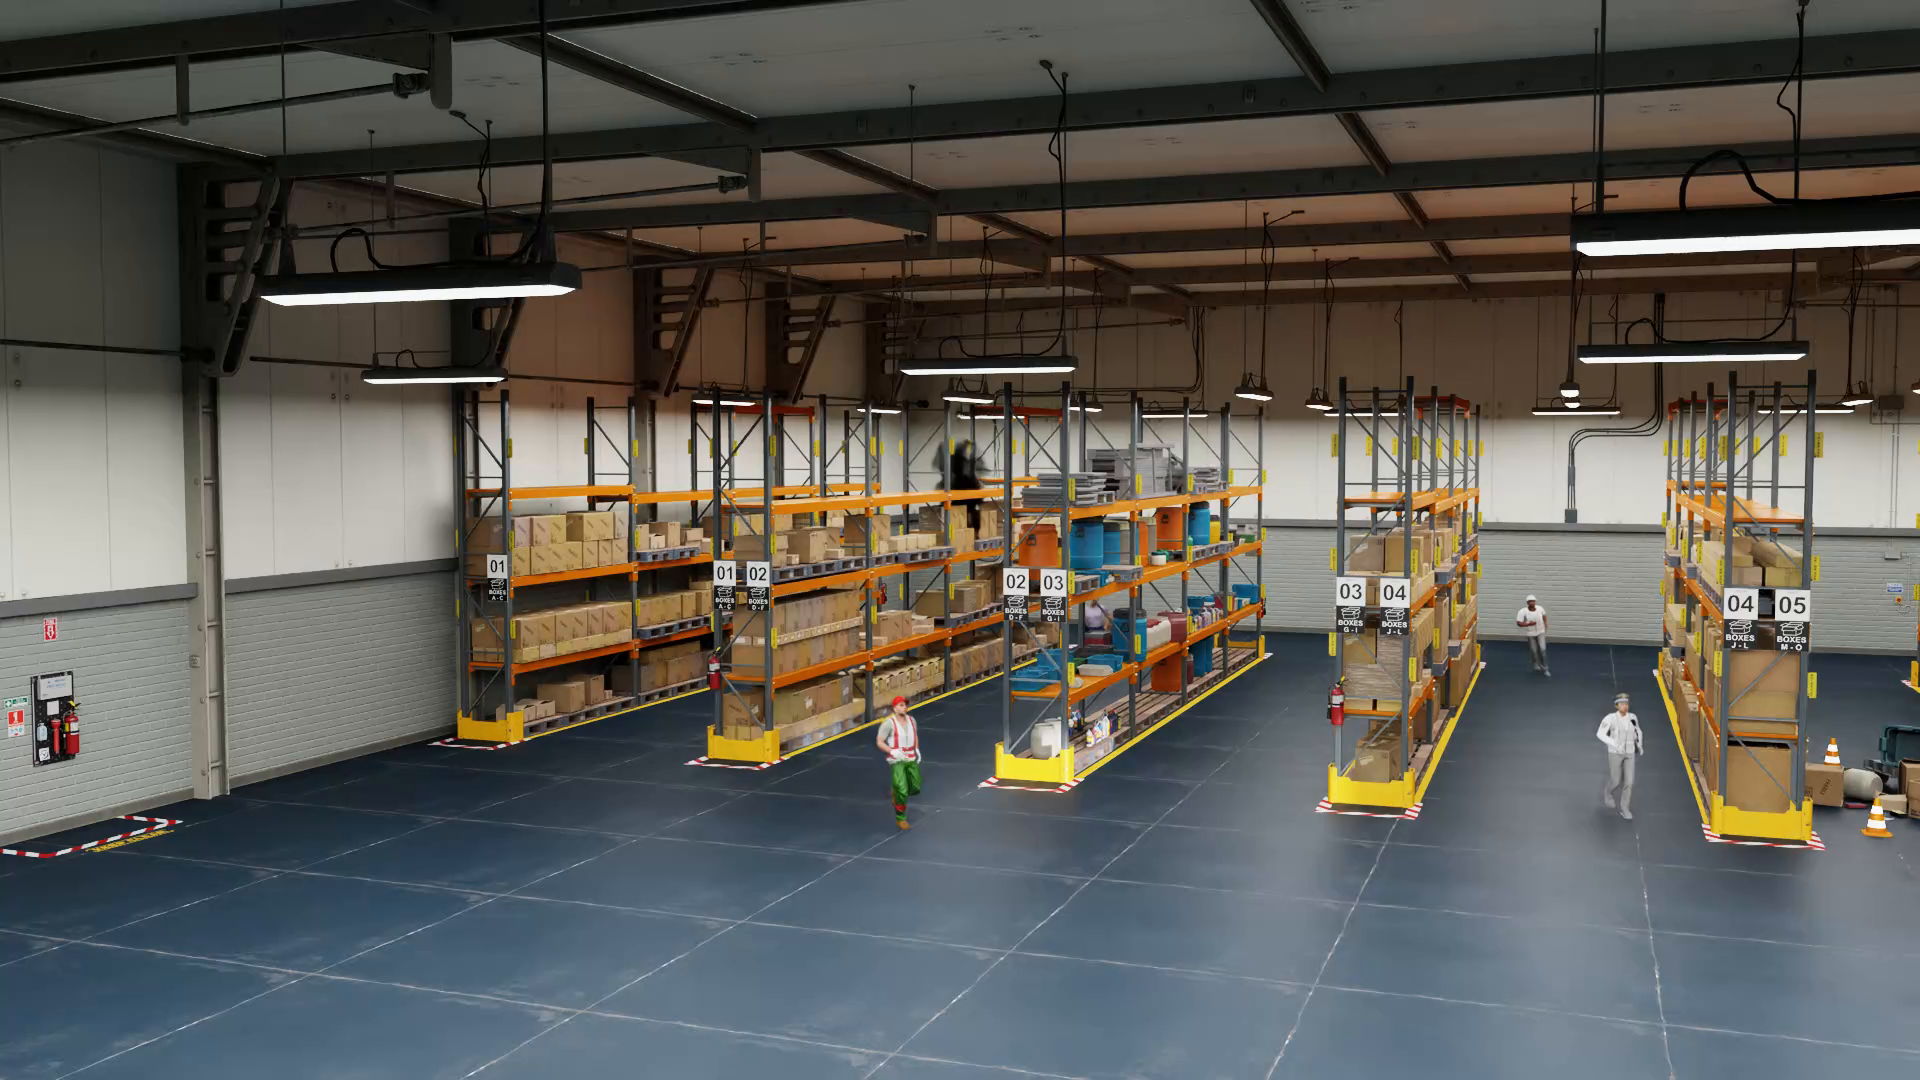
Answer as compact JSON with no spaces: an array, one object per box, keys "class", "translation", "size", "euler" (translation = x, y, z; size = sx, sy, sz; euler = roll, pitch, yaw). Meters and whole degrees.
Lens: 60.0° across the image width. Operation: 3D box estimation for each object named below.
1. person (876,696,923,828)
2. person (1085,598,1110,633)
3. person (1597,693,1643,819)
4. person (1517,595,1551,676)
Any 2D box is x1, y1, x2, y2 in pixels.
[{"class":"person","translation":[-0.794,2.924,22.032],"size":[0.691,1.740,0.629],"euler":[-2,4,-37]},{"class":"person","translation":[2.782,1.982,34.735],"size":[0.637,1.707,0.849],"euler":[1,3,15]},{"class":"person","translation":[9.021,2.915,22.699],"size":[0.641,1.677,0.700],"euler":[0,3,1]},{"class":"person","translation":[12.706,2.111,36.951],"size":[0.702,1.798,0.844],"euler":[0,3,5]}]
